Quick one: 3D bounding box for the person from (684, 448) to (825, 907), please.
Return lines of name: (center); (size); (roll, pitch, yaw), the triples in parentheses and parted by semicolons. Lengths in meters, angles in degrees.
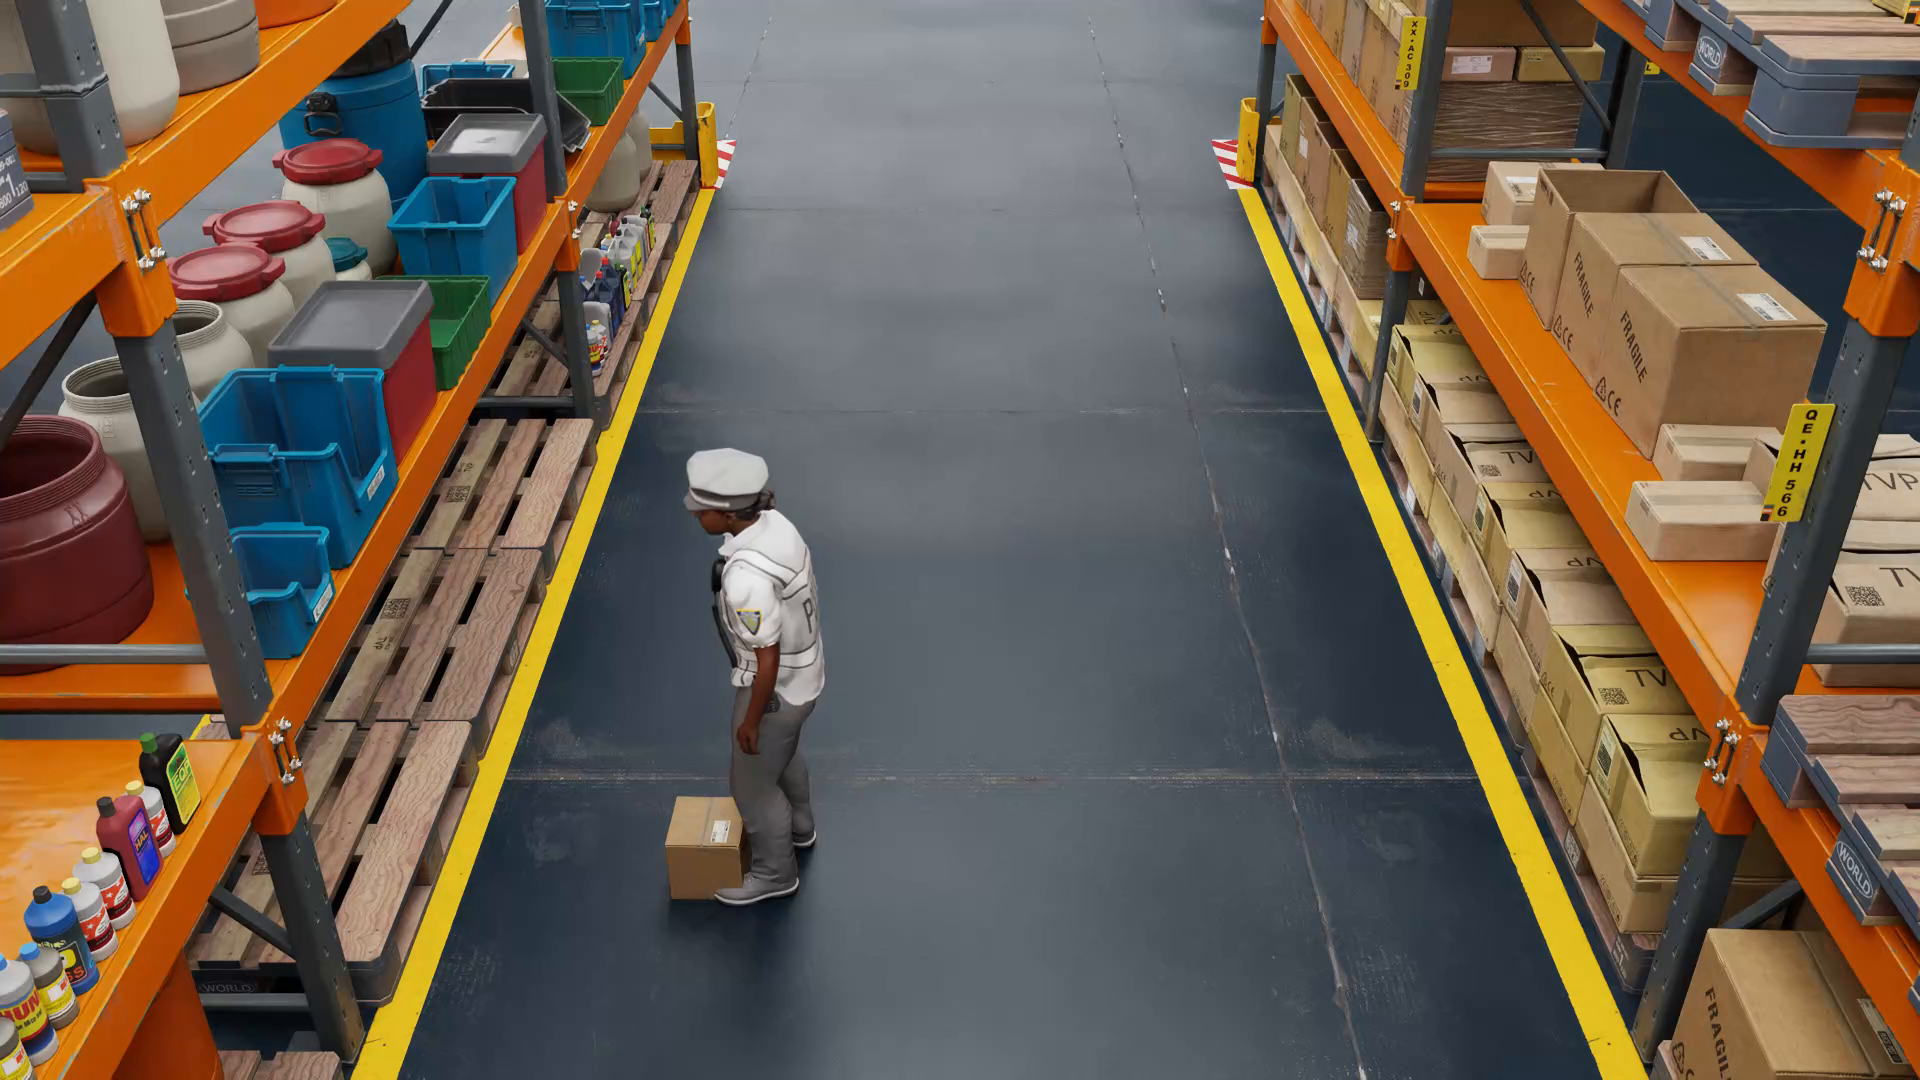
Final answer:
person: (-0.644, 0.458, 5.394); (0.414, 1.659, 0.509); (0, 32, 0)
